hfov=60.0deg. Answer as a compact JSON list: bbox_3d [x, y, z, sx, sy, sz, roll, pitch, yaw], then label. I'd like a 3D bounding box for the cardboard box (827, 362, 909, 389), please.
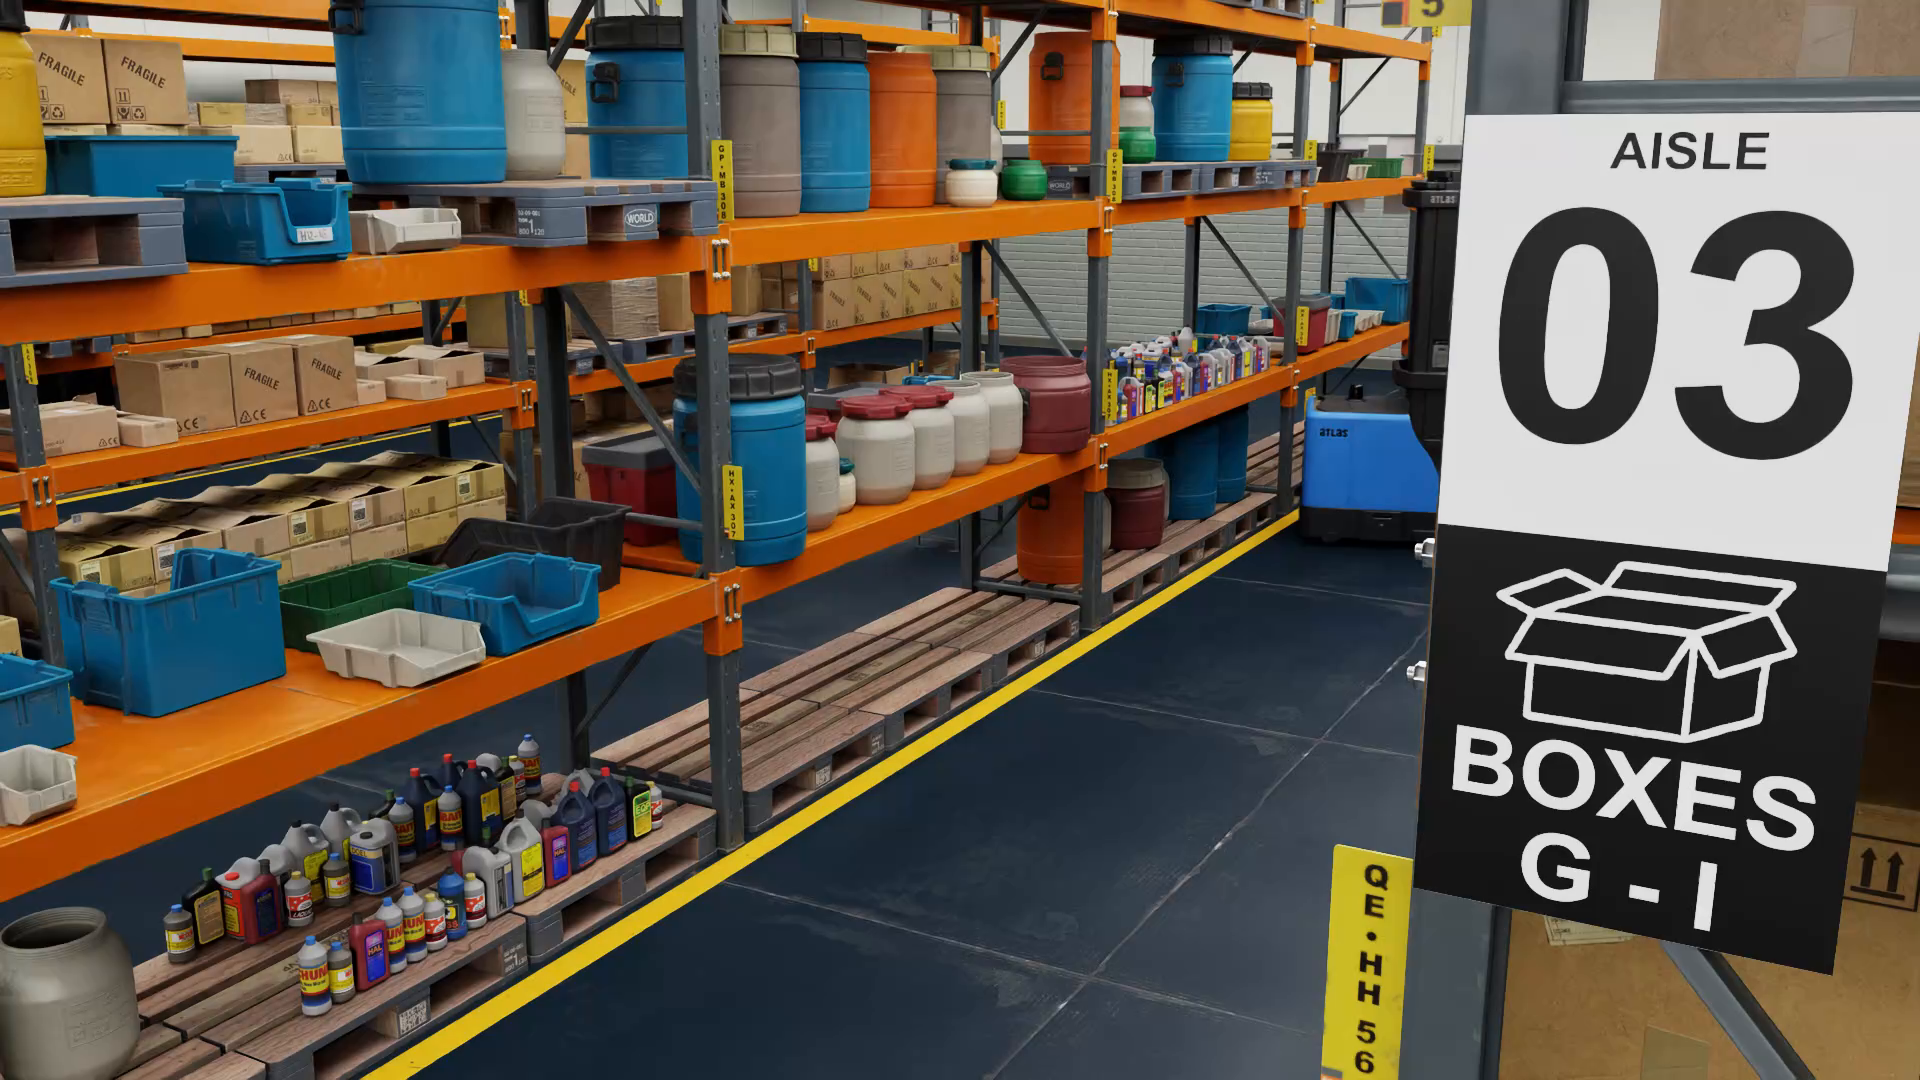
[{"bbox_3d":[-1.023,-1.681,18.496,0.797,0.503,0.637,7,15,28],"label":"cardboard box"}]

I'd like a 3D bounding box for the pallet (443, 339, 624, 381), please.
[{"bbox_3d":[-3.594,-1.528,13.882,1.213,0.211,1.003,7,15,28],"label":"pallet"}]

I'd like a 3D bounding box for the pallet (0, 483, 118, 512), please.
[{"bbox_3d":[-8.578,-0.519,15.237,1.003,0.211,1.213,7,15,28],"label":"pallet"}]

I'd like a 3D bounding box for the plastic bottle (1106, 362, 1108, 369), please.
[{"bbox_3d":[1.064,-1.243,12.539,0.061,0.283,0.133,7,15,28],"label":"plastic bottle"}]

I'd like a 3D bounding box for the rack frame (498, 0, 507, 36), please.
[{"bbox_3d":[-3.861,-4.391,12.546,1.000,3.000,0.127,7,15,28],"label":"rack frame"}]

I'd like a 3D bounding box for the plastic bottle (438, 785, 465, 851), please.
[{"bbox_3d":[-2.178,1.183,7.111,0.097,0.271,0.097,0,14,0],"label":"plastic bottle"}]

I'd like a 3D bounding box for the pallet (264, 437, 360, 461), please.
[{"bbox_3d":[-7.161,-1.082,17.571,1.003,0.211,1.213,7,15,28],"label":"pallet"}]

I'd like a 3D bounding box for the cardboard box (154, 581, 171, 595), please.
[{"bbox_3d":[-5.134,0.319,10.780,0.500,0.250,0.500,8,16,29],"label":"cardboard box"}]

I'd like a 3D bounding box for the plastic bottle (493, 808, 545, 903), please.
[{"bbox_3d":[-1.768,1.252,6.652,0.144,0.351,0.185,7,15,28],"label":"plastic bottle"}]

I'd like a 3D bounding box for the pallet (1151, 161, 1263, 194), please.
[{"bbox_3d":[1.568,-2.695,12.313,1.003,0.211,1.213,7,15,28],"label":"pallet"}]

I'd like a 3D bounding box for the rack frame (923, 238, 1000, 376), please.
[{"bbox_3d":[0.007,-3.116,20.058,1.000,3.000,0.127,7,15,28],"label":"rack frame"}]

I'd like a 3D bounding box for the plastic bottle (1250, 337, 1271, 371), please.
[{"bbox_3d":[2.500,-1.555,13.850,0.152,0.276,0.135,7,15,28],"label":"plastic bottle"}]

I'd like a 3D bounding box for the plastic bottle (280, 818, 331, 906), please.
[{"bbox_3d":[-2.600,1.265,6.601,0.144,0.351,0.185,8,16,30],"label":"plastic bottle"}]

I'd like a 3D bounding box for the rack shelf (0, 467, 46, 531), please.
[{"bbox_3d":[-6.761,0.106,8.228,1.077,0.370,4.000,7,15,28],"label":"rack shelf"}]

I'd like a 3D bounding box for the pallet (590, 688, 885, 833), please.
[{"bbox_3d":[-1.114,1.098,8.528,1.003,0.211,1.213,7,15,28],"label":"pallet"}]

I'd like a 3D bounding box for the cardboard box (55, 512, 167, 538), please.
[{"bbox_3d":[-5.604,-0.017,10.978,0.500,0.311,0.500,8,16,30],"label":"cardboard box"}]

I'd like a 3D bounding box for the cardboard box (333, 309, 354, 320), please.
[{"bbox_3d":[-6.699,-2.436,17.730,0.380,0.149,0.250,7,15,28],"label":"cardboard box"}]

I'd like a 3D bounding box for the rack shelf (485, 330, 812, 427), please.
[{"bbox_3d":[-2.894,-1.535,15.036,1.077,0.370,4.000,7,15,28],"label":"rack shelf"}]

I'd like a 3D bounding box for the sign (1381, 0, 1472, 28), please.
[{"bbox_3d":[0.466,-0.666,1.605,0.100,0.325,0.005,7,15,28],"label":"sign"}]

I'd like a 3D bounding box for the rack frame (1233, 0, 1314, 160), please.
[{"bbox_3d":[2.407,-4.650,13.619,1.000,3.000,0.127,7,15,28],"label":"rack frame"}]

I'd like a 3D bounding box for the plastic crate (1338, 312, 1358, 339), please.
[{"bbox_3d":[3.573,-2.051,15.871,0.416,0.233,0.300,7,15,28],"label":"plastic crate"}]

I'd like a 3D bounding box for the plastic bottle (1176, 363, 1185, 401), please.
[{"bbox_3d":[1.604,-1.160,12.218,0.097,0.271,0.097,0,14,0],"label":"plastic bottle"}]

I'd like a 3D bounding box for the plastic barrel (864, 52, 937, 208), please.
[{"bbox_3d":[-0.430,-2.301,9.363,0.600,0.830,0.708,7,15,28],"label":"plastic barrel"}]

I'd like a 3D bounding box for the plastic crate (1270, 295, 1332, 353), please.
[{"bbox_3d":[3.059,-1.948,14.950,0.402,0.464,0.583,7,15,28],"label":"plastic crate"}]

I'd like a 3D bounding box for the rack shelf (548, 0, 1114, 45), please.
[{"bbox_3d":[-0.493,-2.874,8.644,1.077,0.370,4.000,7,15,28],"label":"rack shelf"}]

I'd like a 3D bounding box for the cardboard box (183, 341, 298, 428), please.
[{"bbox_3d":[-4.912,-1.069,11.354,0.500,0.500,0.500,7,15,28],"label":"cardboard box"}]

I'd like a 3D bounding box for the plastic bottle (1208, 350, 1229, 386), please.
[{"bbox_3d":[2.014,-1.349,12.995,0.152,0.276,0.135,7,15,28],"label":"plastic bottle"}]

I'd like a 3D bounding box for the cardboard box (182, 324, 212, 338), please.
[{"bbox_3d":[-7.505,-2.060,16.169,0.380,0.149,0.250,8,16,30],"label":"cardboard box"}]

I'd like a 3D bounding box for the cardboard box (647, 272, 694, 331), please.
[{"bbox_3d":[-2.727,-2.178,15.060,0.700,0.500,0.500,3,14,14],"label":"cardboard box"}]

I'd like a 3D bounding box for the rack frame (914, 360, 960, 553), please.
[{"bbox_3d":[-0.180,-0.653,13.041,0.400,1.500,0.023,7,15,28],"label":"rack frame"}]

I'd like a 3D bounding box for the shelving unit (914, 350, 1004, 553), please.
[{"bbox_3d":[-0.003,-0.728,13.352,0.431,1.500,0.755,7,15,28],"label":"shelving unit"}]

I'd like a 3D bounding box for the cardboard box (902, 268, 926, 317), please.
[{"bbox_3d":[-0.709,-2.730,18.243,0.500,0.500,0.500,7,15,27],"label":"cardboard box"}]

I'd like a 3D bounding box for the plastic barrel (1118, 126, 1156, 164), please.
[{"bbox_3d":[1.187,-2.691,11.330,0.294,0.245,0.294,0,14,0],"label":"plastic barrel"}]

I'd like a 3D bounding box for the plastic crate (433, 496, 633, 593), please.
[{"bbox_3d":[-1.824,0.031,7.136,0.767,0.338,0.504,7,15,28],"label":"plastic crate"}]

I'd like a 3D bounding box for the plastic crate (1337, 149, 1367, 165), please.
[{"bbox_3d":[3.911,-3.901,17.194,0.497,0.269,0.590,7,15,28],"label":"plastic crate"}]

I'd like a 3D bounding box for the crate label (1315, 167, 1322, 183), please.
[{"bbox_3d":[2.897,-3.131,14.282,0.293,0.136,0.466,7,15,28],"label":"crate label"}]

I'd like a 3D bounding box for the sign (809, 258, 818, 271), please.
[{"bbox_3d":[-1.439,-2.796,16.260,0.100,0.325,0.005,7,15,28],"label":"sign"}]

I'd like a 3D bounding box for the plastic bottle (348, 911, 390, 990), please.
[{"bbox_3d":[-2.119,1.454,5.958,0.061,0.283,0.133,8,16,29],"label":"plastic bottle"}]

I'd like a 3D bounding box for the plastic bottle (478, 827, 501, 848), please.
[{"bbox_3d":[-1.870,1.279,6.686,0.061,0.283,0.133,7,15,28],"label":"plastic bottle"}]

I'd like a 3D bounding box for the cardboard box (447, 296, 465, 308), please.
[{"bbox_3d":[-5.989,-3.111,19.397,0.980,0.700,0.700,8,16,29],"label":"cardboard box"}]

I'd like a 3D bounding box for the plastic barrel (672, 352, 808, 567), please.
[{"bbox_3d":[-1.008,-0.380,7.642,0.600,0.901,0.708,7,15,28],"label":"plastic barrel"}]

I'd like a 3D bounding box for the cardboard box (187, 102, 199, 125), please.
[{"bbox_3d":[-7.805,-3.976,16.075,0.700,0.500,0.500,6,15,25],"label":"cardboard box"}]

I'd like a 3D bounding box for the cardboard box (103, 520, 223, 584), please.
[{"bbox_3d":[-5.130,0.047,10.711,0.500,0.311,0.500,7,15,27],"label":"cardboard box"}]

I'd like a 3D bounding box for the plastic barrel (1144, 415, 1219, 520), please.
[{"bbox_3d":[1.787,-0.662,13.462,0.600,0.901,0.708,7,15,28],"label":"plastic barrel"}]

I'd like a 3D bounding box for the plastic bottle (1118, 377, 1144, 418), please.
[{"bbox_3d":[1.189,-0.999,11.543,0.152,0.276,0.135,7,15,28],"label":"plastic bottle"}]

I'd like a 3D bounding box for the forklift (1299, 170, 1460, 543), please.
[{"bbox_3d":[4.314,-1.434,13.230,3.031,2.935,1.130,3,14,12],"label":"forklift"}]

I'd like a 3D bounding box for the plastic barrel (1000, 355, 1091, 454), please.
[{"bbox_3d":[0.515,-0.849,10.365,0.600,0.536,0.708,7,15,28],"label":"plastic barrel"}]

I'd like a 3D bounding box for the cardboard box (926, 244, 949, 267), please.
[{"bbox_3d":[-0.458,-3.317,18.547,0.500,0.500,0.500,8,16,30],"label":"cardboard box"}]

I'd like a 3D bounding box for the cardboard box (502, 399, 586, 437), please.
[{"bbox_3d":[-3.590,-1.068,14.359,0.500,0.250,0.500,8,16,30],"label":"cardboard box"}]

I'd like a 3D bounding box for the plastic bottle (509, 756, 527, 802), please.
[{"bbox_3d":[-2.047,1.091,7.639,0.097,0.201,0.097,0,14,0],"label":"plastic bottle"}]

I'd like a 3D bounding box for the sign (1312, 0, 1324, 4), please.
[{"bbox_3d":[2.888,-4.485,13.384,0.100,0.325,0.005,7,15,28],"label":"sign"}]

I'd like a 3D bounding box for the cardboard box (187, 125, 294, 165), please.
[{"bbox_3d":[-4.816,-2.629,11.061,0.500,0.250,0.500,6,15,23],"label":"cardboard box"}]

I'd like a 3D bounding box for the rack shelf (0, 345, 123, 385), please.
[{"bbox_3d":[-9.166,-1.275,13.957,1.077,0.370,4.000,7,15,28],"label":"rack shelf"}]

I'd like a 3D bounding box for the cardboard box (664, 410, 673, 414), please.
[{"bbox_3d":[-2.404,-0.957,15.497,0.500,0.500,0.500,8,16,29],"label":"cardboard box"}]
